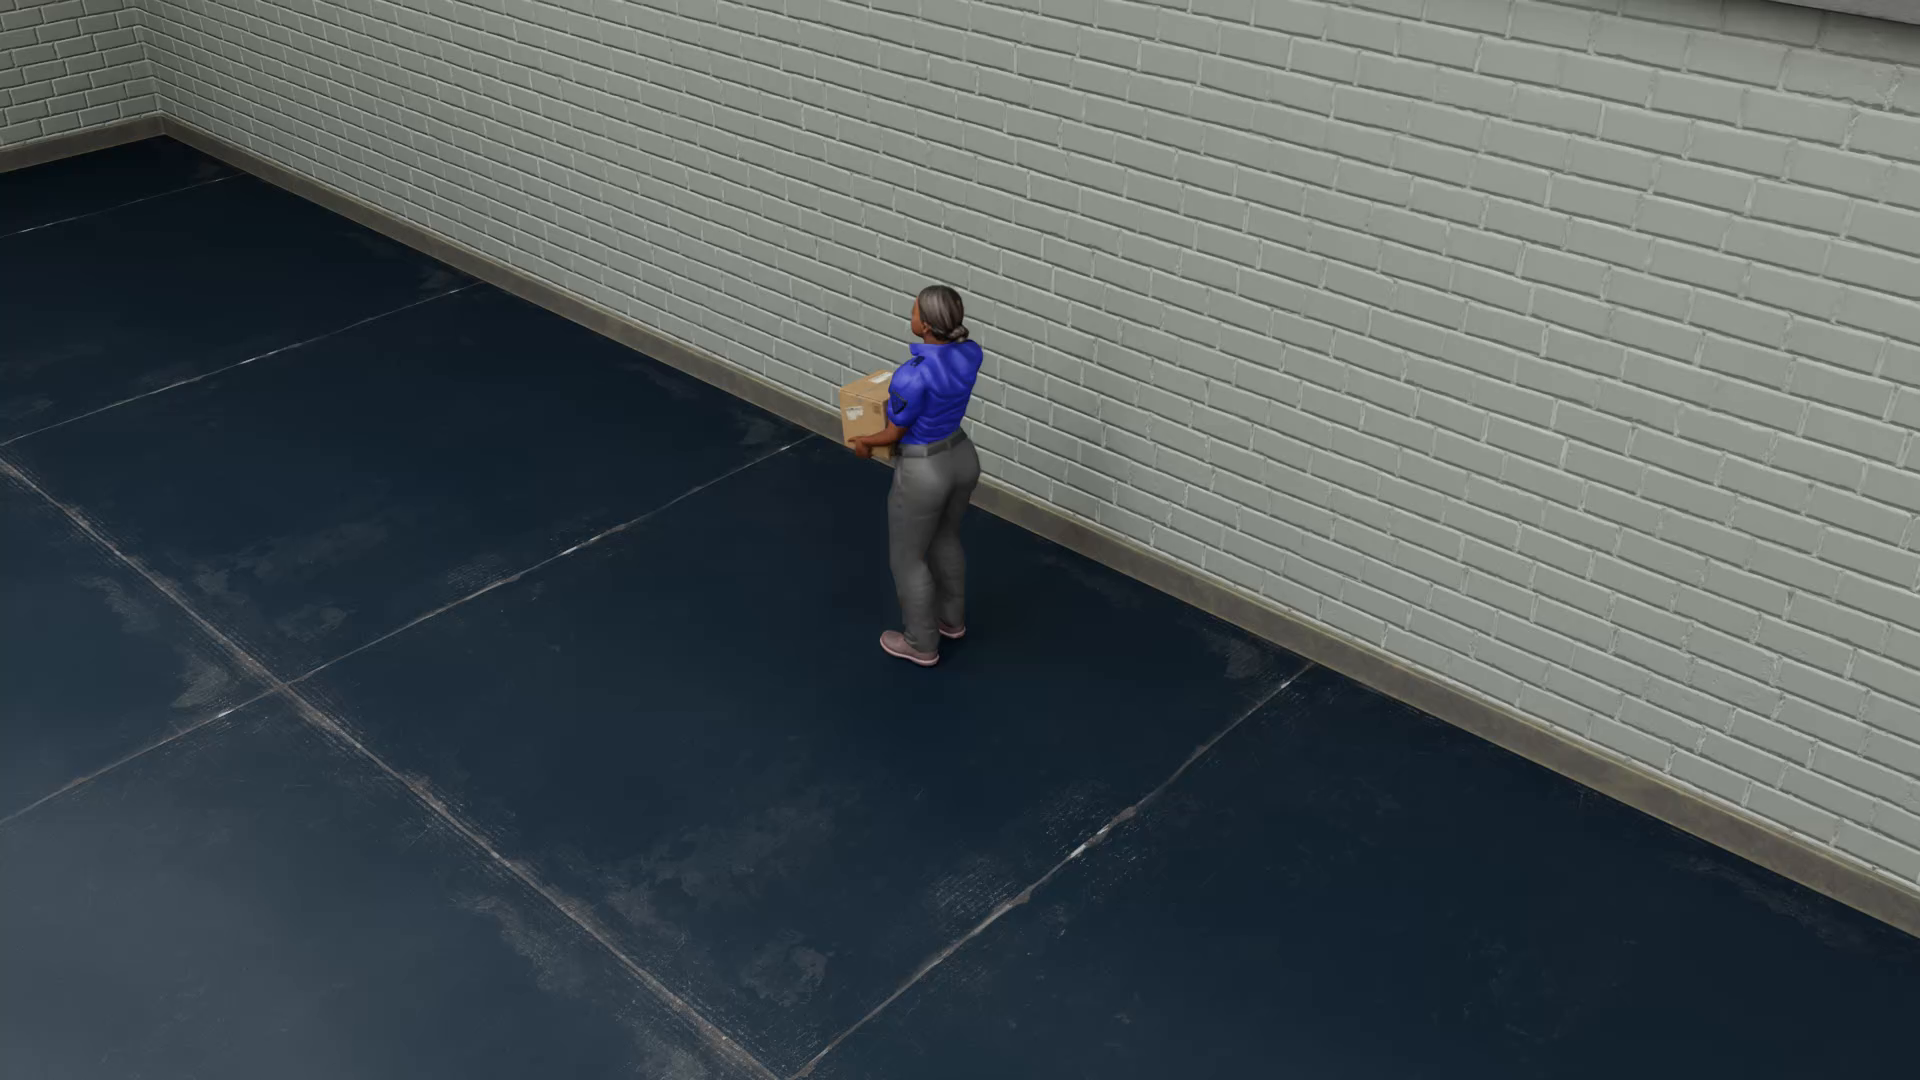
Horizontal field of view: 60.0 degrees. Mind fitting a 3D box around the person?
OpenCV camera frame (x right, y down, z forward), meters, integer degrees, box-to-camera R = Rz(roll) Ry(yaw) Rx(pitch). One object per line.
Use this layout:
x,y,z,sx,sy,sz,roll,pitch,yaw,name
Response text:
-0.176,-0.290,6.622,0.500,1.645,0.449,26,40,35,person
